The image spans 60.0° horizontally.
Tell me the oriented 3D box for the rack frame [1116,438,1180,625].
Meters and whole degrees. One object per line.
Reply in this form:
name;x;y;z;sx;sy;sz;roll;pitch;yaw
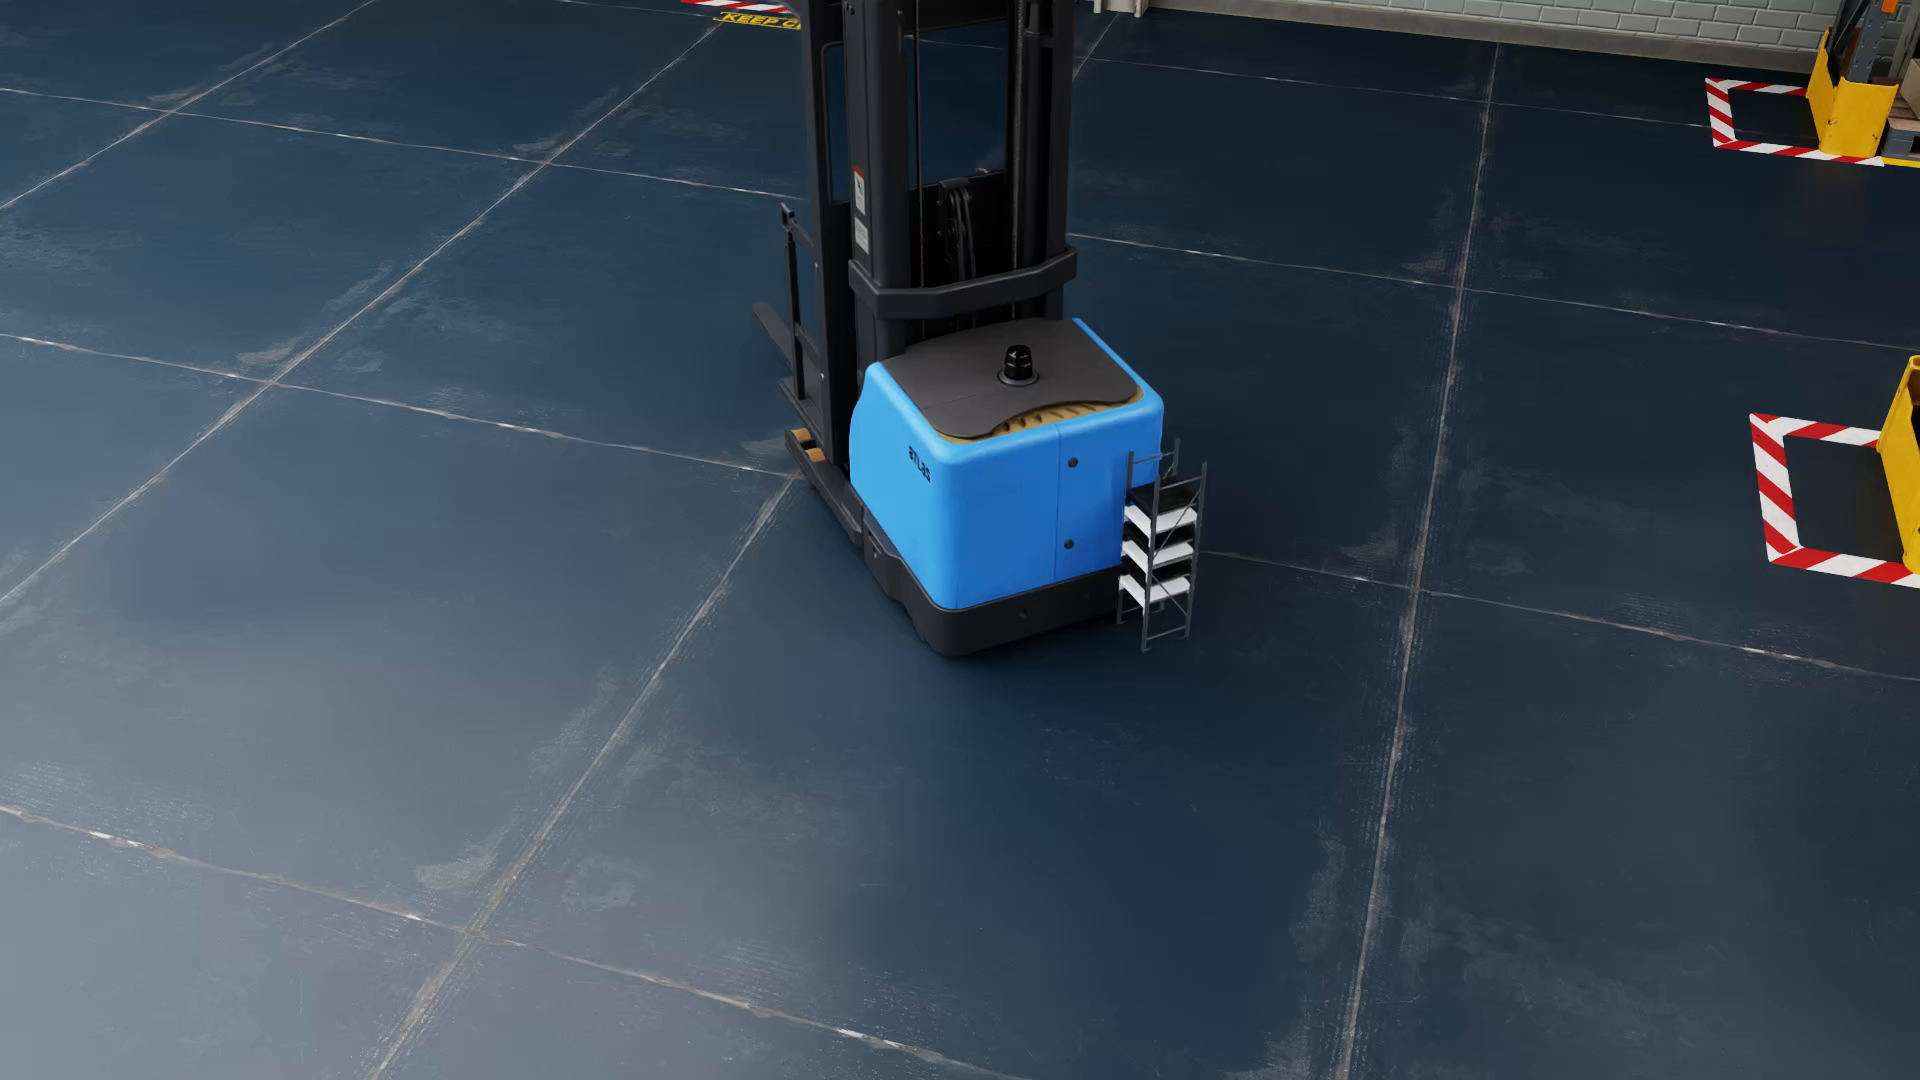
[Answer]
rack frame;0.790;-0.023;7.022;0.240;0.900;0.006;-16;39;-21

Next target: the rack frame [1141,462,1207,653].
rack frame;0.881;0.085;6.875;0.240;0.900;0.006;-16;39;-21

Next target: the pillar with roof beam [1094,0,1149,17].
pillar with roof beam;0.045;-5.563;7.717;0.400;9.000;9.100;10;38;14

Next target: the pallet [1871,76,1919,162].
pallet;6.967;-2.857;11.453;1.213;0.211;1.003;10;38;14

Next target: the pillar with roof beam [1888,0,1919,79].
pillar with roof beam;5.772;-4.503;6.276;0.400;9.000;9.100;10;38;14

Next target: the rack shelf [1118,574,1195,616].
rack shelf;0.835;0.203;7.075;0.258;0.077;0.200;-16;39;-21

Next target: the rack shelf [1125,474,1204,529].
rack shelf;0.836;-0.160;6.808;0.258;0.077;0.200;-16;39;-21

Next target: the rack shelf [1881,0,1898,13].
rack shelf;8.039;-3.513;10.600;4.000;0.370;1.077;10;38;14

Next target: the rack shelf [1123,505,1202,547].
rack shelf;0.836;-0.087;6.862;0.258;0.077;0.200;-16;39;-21

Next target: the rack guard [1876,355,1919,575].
rack guard;4.633;-0.351;7.805;0.348;0.500;1.175;10;38;14

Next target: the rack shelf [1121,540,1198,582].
rack shelf;0.835;0.058;6.968;0.258;0.077;0.200;-16;39;-21

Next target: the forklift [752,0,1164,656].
forklift;-0.218;-1.561;7.398;1.130;2.935;3.031;-15;39;-19

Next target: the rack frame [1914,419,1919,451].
rack frame;4.656;-1.353;7.058;0.127;3.000;1.000;10;38;14

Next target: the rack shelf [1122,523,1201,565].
rack shelf;0.836;-0.015;6.915;0.258;0.077;0.200;-16;39;-21

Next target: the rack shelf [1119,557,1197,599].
rack shelf;0.835;0.130;7.022;0.258;0.077;0.200;-16;39;-21

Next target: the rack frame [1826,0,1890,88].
rack frame;6.130;-4.157;10.867;0.127;3.000;1.000;10;38;14

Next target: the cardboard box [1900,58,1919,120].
cardboard box;6.763;-3.078;11.298;0.500;0.311;0.500;6;37;9

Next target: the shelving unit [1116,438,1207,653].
shelving unit;0.835;0.031;6.949;0.258;0.900;0.210;-16;39;-21

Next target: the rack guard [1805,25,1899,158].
rack guard;6.202;-3.136;11.590;0.348;0.500;1.175;10;38;14
